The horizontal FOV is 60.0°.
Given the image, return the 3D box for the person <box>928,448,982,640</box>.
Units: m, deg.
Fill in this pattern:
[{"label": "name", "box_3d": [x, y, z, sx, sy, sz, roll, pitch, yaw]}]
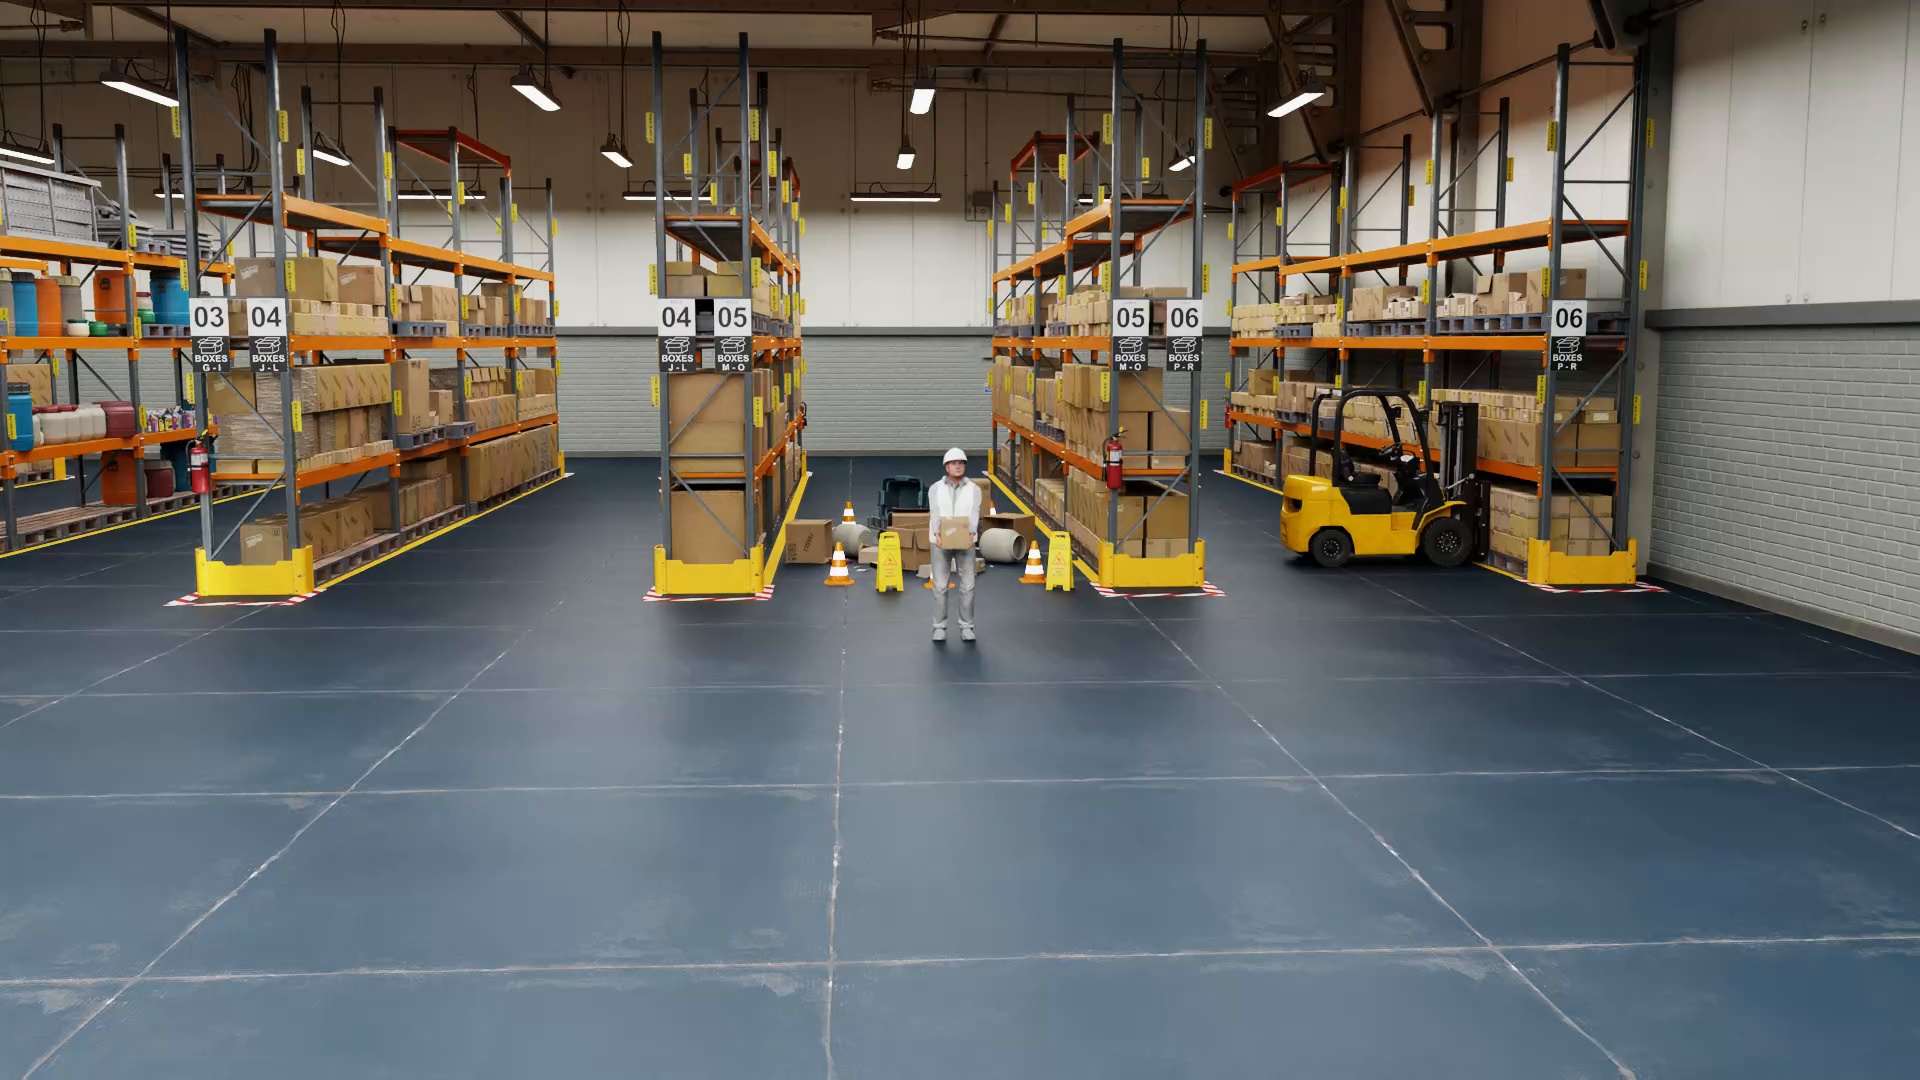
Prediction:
[{"label": "person", "box_3d": [-0.039, 0.048, 15.269, 0.494, 1.762, 0.562, 0, 7, -3]}]
